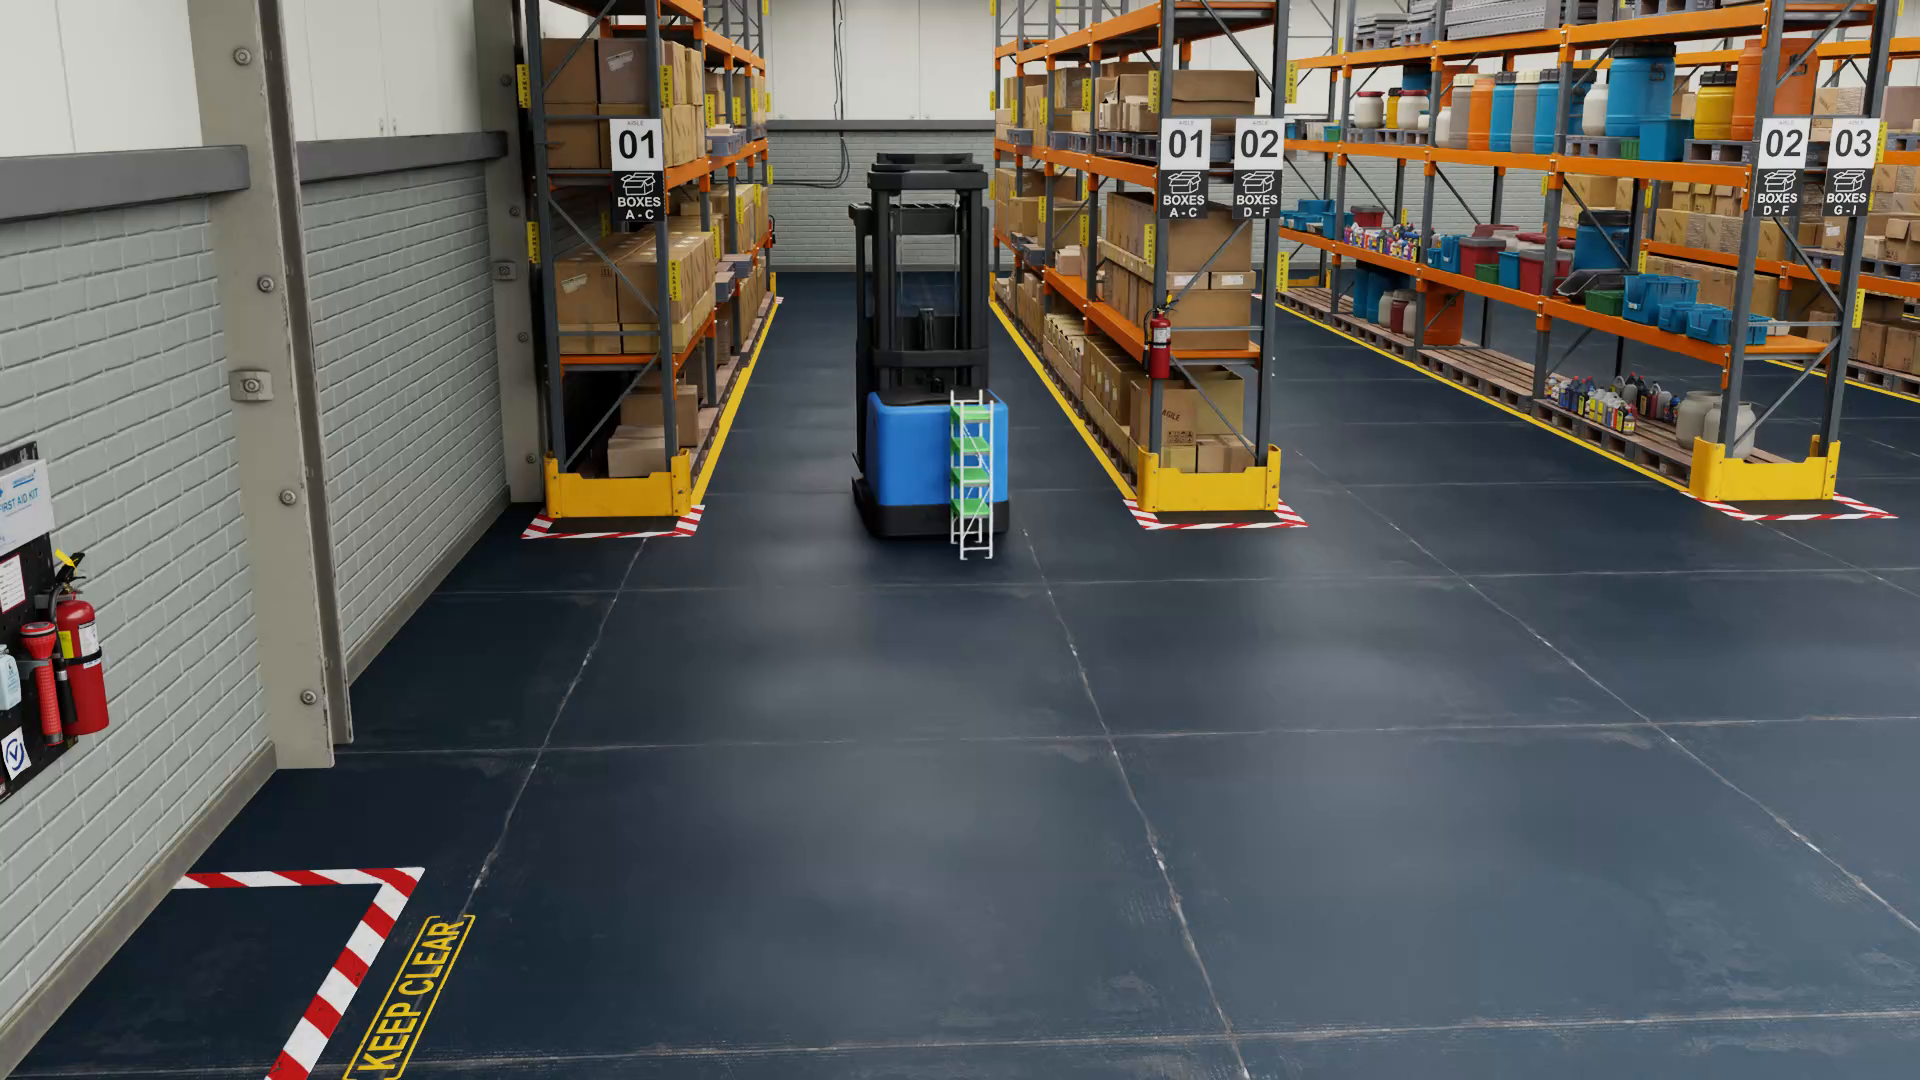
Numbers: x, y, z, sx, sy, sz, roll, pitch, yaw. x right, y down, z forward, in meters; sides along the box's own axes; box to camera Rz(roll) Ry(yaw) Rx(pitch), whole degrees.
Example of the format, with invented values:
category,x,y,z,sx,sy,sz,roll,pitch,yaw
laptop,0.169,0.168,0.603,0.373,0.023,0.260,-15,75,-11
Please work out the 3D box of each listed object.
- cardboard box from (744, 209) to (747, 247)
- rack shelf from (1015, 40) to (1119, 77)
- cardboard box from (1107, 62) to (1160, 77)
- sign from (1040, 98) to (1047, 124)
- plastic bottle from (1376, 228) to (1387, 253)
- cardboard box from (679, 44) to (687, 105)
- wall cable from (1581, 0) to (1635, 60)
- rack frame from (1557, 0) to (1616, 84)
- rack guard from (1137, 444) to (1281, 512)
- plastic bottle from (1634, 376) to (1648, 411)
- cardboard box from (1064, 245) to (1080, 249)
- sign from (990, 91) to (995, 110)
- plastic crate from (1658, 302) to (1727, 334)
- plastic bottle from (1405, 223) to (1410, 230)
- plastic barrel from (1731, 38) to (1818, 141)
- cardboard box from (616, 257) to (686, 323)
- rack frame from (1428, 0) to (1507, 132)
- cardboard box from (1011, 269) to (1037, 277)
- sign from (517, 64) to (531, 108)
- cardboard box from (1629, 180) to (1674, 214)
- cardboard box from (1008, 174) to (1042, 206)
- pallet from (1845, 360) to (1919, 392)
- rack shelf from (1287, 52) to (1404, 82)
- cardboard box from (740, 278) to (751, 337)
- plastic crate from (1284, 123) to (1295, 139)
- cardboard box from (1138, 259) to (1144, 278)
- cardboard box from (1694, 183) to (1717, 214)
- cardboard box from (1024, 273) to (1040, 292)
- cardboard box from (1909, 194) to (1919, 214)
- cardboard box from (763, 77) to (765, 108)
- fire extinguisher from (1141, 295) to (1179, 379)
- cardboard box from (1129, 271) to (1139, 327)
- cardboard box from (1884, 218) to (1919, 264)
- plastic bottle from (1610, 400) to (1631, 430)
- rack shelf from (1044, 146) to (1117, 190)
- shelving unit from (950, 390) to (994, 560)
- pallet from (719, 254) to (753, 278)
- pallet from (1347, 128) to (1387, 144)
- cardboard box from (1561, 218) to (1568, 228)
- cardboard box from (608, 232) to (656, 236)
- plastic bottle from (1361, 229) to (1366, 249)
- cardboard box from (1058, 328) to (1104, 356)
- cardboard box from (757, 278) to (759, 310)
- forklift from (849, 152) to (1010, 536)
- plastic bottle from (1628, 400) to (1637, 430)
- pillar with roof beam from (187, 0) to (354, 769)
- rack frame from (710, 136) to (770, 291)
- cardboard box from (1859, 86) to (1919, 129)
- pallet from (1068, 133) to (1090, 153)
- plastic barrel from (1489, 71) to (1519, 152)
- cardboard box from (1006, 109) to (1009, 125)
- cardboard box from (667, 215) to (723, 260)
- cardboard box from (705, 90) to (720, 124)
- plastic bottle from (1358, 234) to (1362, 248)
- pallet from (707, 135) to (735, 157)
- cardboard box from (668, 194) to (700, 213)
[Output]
category,x,y,z,sx,sy,sz,roll,pitch,yaw
cardboard box,-3.169,-4.238,22.640,0.500,0.500,0.500,-1,14,-4
rack shelf,1.479,-6.595,22.847,1.077,0.370,4.000,-1,14,-3
cardboard box,1.852,-4.841,17.753,0.500,0.500,0.500,-1,14,-3
sign,1.061,-5.430,21.053,0.100,0.325,0.005,-1,14,-3
plastic bottle,6.037,-4.284,23.756,0.144,0.351,0.185,-1,14,-3
cardboard box,-2.650,-4.015,14.344,0.500,0.500,0.500,0,14,-2
wall cable,14.085,-11.799,34.369,2.277,5.999,0.120,-1,14,-3
rack frame,10.995,-8.782,29.098,1.000,3.000,0.127,-1,14,-3
rack guard,2.100,-0.529,14.077,1.175,0.500,0.348,-1,14,-3
plastic bottle,7.134,-1.542,17.434,0.144,0.351,0.185,-2,15,-6
cardboard box,1.582,-3.600,21.179,0.500,0.311,0.500,0,14,0
sign,0.566,-7.592,28.739,0.100,0.325,0.005,-1,14,-3
plastic crate,6.678,-2.030,15.195,0.499,0.251,0.408,-1,14,-3
plastic bottle,6.683,-4.558,24.819,0.144,0.351,0.185,-1,14,-3
plastic barrel,6.886,-3.804,14.065,0.600,0.830,0.708,-1,14,-3
cardboard box,-2.575,-2.091,13.890,0.500,0.500,0.500,-1,14,-3
rack frame,6.547,-6.716,21.068,1.000,3.000,0.127,-1,14,-3
cardboard box,1.234,-4.201,27.460,0.797,0.503,0.637,-1,14,-3
sign,-3.401,-3.546,12.990,0.100,0.325,0.005,-1,14,-3
cardboard box,10.947,-5.426,26.295,0.500,0.500,0.500,0,14,-2
cardboard box,1.031,-5.511,26.219,0.500,0.500,0.500,-1,14,-5
pallet,11.610,-2.039,20.528,1.003,0.211,1.213,-1,14,-3
rack shelf,6.175,-7.666,27.007,1.077,0.370,4.000,-1,14,-3
cardboard box,-3.304,-3.222,23.002,0.750,0.750,0.750,-1,14,-4
plastic crate,5.797,-7.089,28.802,0.497,0.269,0.590,-1,14,-3
cardboard box,1.821,-2.456,15.051,0.380,0.149,0.250,0,14,-2
cardboard box,11.321,-5.086,24.561,0.797,0.503,0.637,-1,14,-3
cardboard box,1.204,-3.722,24.103,0.500,0.250,0.500,-1,14,-3
cardboard box,15.856,-5.371,27.082,0.500,0.500,0.500,-1,14,-5
cardboard box,-3.519,-7.464,27.749,0.500,0.500,0.500,-1,14,-4
fire extinguisher,1.642,-1.671,13.657,0.296,0.674,0.183,-1,14,-3
cardboard box,1.984,-2.295,15.725,0.700,0.500,0.500,0,14,-2
cardboard box,11.539,-3.575,19.851,0.797,0.503,0.637,1,14,2
plastic bottle,6.503,-1.228,16.361,0.152,0.276,0.135,-1,14,-3
rack shelf,1.727,-4.342,19.305,1.077,0.370,4.000,-1,14,-3
shelving unit,0.086,-0.496,12.544,0.258,1.200,0.503,-2,15,-8
pallet,-3.191,-3.389,20.562,1.213,0.211,1.003,-1,14,-3
pallet,6.445,-5.973,24.580,1.213,0.211,1.003,-1,14,-3
cardboard box,10.721,-5.534,29.018,0.380,0.149,0.250,-1,14,-5
cardboard box,-3.273,-2.843,16.811,0.500,0.500,0.500,-1,14,-5
plastic bottle,5.951,-4.430,24.458,0.061,0.283,0.133,-1,14,-3
cardboard box,1.445,-2.358,19.721,0.500,0.311,0.500,-1,14,-4
cardboard box,-3.533,-3.832,26.076,0.700,0.500,0.500,-1,14,-3
forklift,-0.344,-1.766,14.009,1.130,2.935,3.031,-2,15,-8
plastic bottle,6.609,-1.233,16.367,0.061,0.283,0.133,-1,14,-3
pillar with roof beam,0.916,-3.308,7.824,9.100,9.000,0.400,-1,14,-3
rack frame,-3.837,-5.647,28.954,1.000,3.000,0.127,-1,14,-3
cardboard box,11.329,-5.258,20.218,0.500,0.500,0.500,-1,14,-5
pallet,1.806,-4.650,19.440,1.003,0.211,1.213,0,14,-1
plastic barrel,6.466,-4.959,19.256,0.600,0.901,0.708,-1,14,-3
cardboard box,0.998,-6.717,26.392,0.500,0.250,0.500,-1,14,-3
cardboard box,-3.240,-3.663,20.161,0.700,0.500,0.500,-2,15,-9
cardboard box,-3.428,-5.489,21.236,0.700,0.500,0.500,-2,15,-8
plastic bottle,5.956,-4.443,24.675,0.097,0.201,0.097,0,14,0
pallet,-3.025,-4.179,17.607,1.213,0.211,1.003,-1,14,-3
cardboard box,-3.628,-4.331,21.498,0.500,0.250,0.500,0,14,-2
